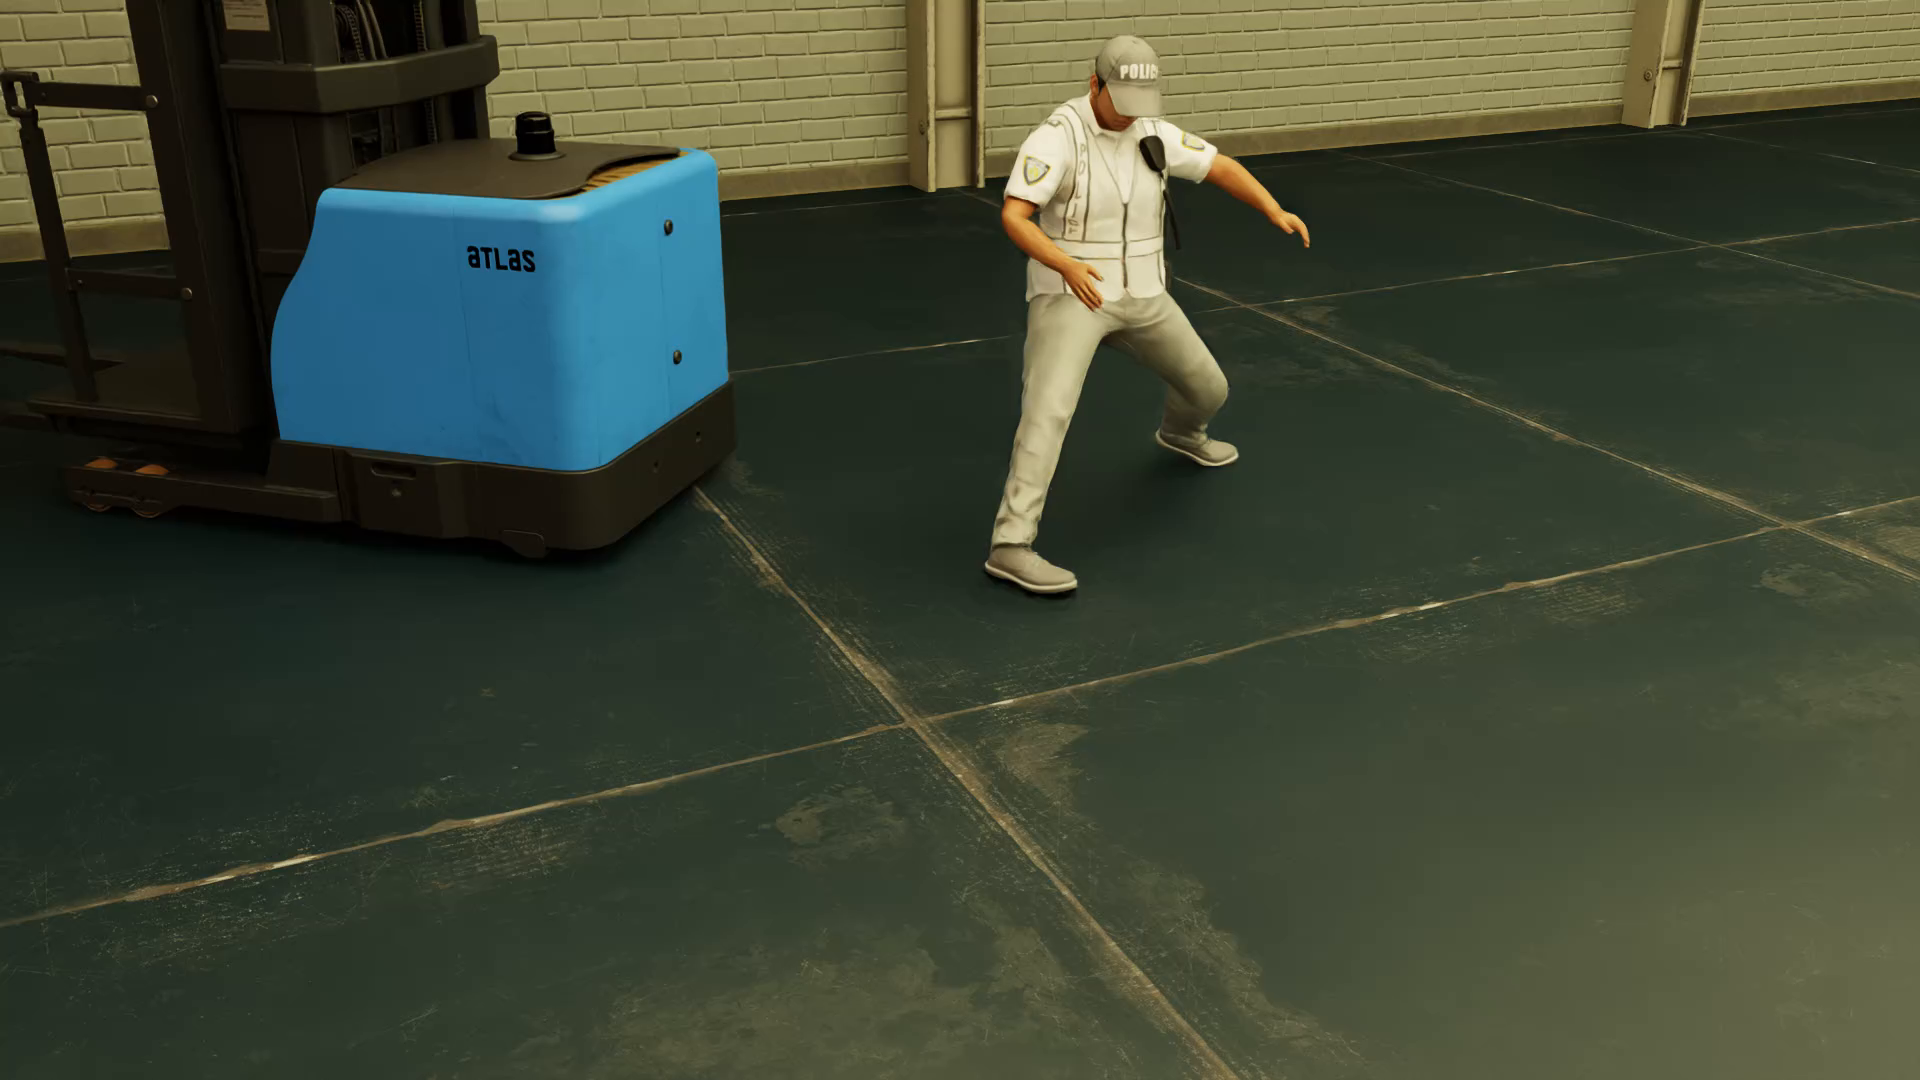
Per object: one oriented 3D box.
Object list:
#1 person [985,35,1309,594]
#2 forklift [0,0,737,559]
[{"bbox_3d":[0.540,-0.738,4.980,1.236,1.478,0.881,-11,25,-24],"label":"person"},{"bbox_3d":[-2.338,-1.608,5.158,3.031,2.935,1.130,7,23,16],"label":"forklift"}]
